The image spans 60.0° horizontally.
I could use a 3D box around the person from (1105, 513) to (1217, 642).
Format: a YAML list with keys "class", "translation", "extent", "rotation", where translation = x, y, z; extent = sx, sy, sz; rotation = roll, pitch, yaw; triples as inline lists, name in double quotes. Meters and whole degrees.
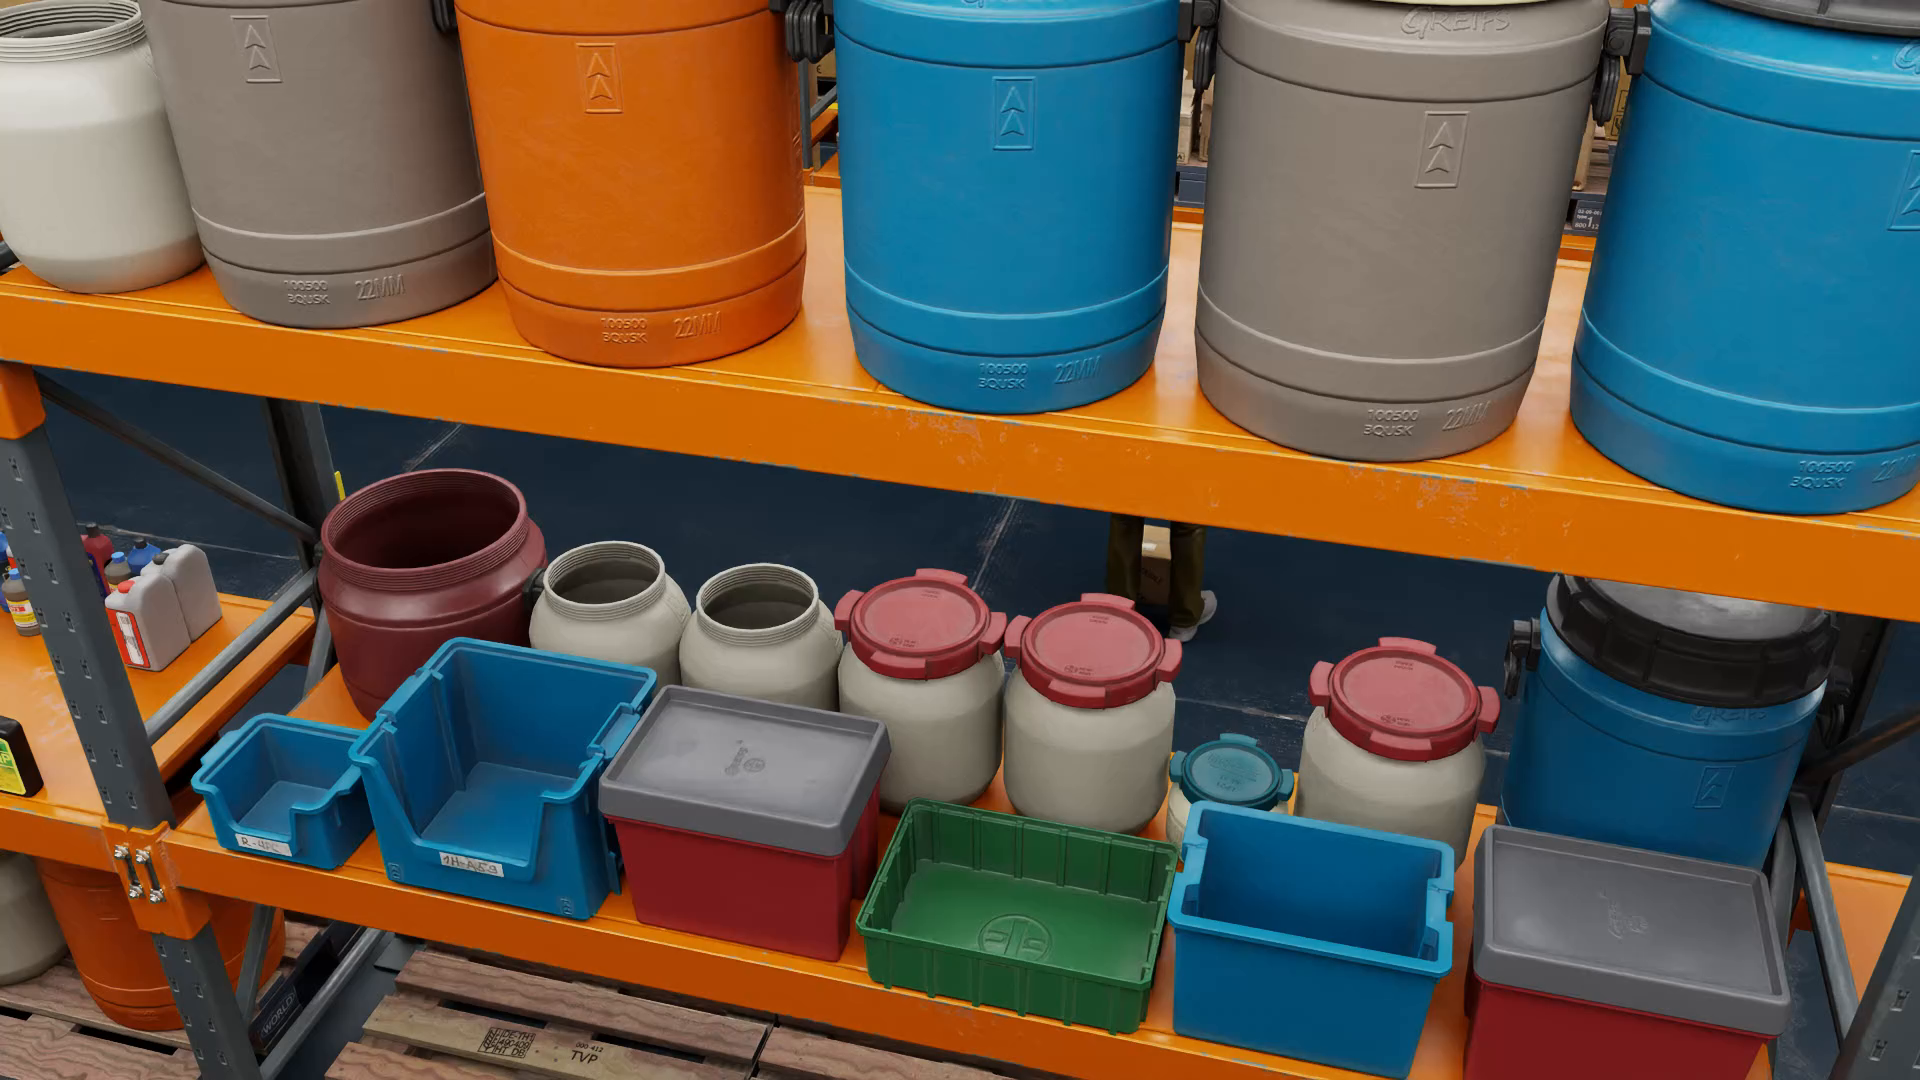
- class: "person"
  translation: [0.808, -0.401, 6.786]
  extent: [0.644, 1.772, 0.429]
  rotation: [6, 33, 10]
